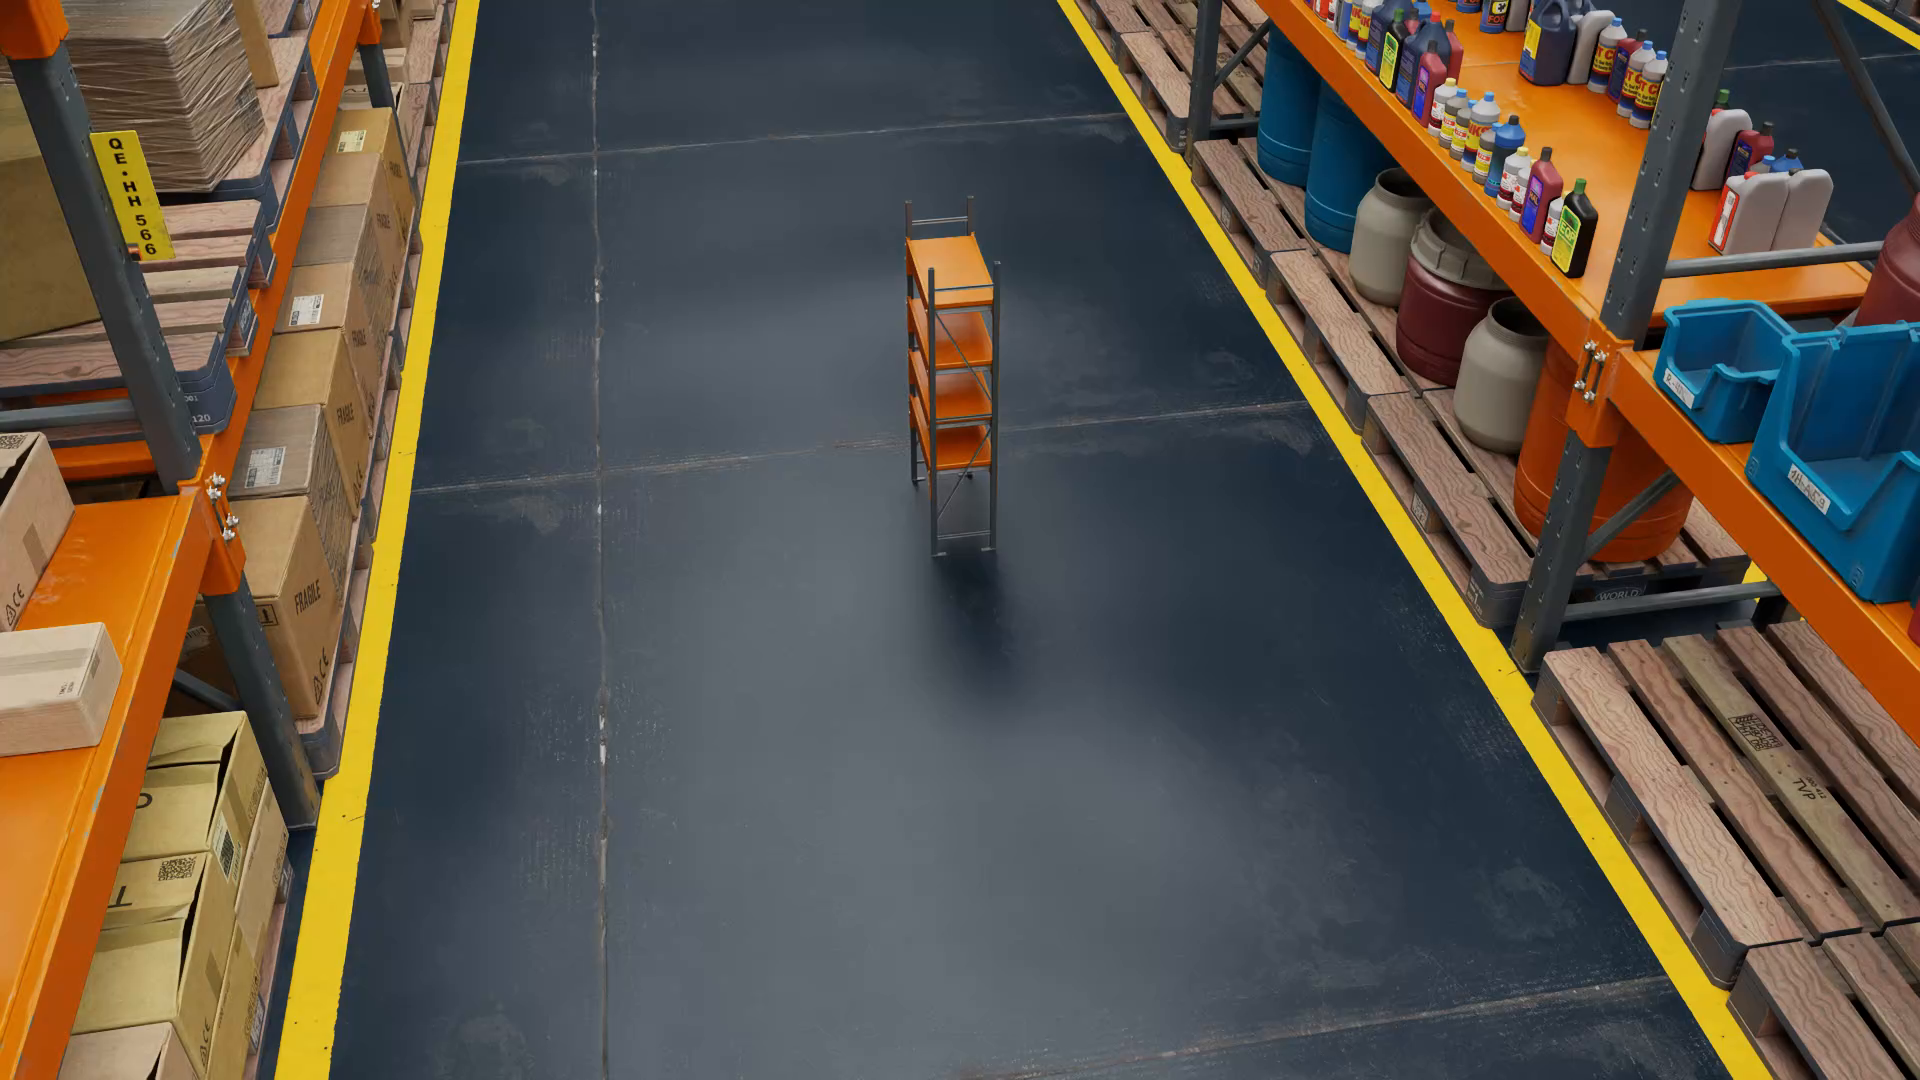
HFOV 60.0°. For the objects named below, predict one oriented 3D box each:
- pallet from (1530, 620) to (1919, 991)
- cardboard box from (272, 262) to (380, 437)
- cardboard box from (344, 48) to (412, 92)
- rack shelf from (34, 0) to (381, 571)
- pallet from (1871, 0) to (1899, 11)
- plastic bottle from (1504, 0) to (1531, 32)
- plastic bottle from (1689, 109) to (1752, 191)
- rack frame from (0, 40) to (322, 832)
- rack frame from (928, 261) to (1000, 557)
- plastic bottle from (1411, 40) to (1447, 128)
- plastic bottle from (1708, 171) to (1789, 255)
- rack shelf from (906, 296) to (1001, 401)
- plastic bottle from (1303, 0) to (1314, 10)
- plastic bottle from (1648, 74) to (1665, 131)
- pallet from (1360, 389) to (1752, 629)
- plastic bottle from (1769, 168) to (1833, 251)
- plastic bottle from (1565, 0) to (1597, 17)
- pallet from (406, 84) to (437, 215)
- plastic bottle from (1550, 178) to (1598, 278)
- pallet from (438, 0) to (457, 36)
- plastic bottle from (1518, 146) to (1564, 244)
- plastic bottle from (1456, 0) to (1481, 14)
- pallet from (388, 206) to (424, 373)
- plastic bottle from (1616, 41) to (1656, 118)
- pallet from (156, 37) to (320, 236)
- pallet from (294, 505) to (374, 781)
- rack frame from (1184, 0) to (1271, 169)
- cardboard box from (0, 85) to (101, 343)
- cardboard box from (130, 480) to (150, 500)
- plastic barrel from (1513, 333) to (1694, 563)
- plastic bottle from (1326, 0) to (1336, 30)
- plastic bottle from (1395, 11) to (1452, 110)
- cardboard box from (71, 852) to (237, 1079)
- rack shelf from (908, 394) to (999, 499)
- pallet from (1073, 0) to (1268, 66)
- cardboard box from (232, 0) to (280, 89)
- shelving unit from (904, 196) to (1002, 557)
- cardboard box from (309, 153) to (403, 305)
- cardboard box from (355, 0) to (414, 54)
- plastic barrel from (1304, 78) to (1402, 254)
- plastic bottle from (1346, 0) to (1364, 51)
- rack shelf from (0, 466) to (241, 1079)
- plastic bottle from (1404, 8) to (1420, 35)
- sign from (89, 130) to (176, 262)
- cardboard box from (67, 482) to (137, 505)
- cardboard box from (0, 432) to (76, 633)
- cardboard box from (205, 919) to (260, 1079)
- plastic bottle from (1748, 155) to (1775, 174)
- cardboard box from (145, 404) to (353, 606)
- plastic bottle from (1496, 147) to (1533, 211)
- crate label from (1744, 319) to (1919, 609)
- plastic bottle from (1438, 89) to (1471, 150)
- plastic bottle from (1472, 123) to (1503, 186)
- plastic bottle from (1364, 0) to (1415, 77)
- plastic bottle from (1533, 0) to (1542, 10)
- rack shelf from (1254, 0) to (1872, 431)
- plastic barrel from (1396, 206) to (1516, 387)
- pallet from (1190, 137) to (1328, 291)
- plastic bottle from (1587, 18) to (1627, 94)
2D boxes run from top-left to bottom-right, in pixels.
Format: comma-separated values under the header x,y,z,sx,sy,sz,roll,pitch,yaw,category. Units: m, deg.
x,y,z,sx,sy,sz,roll,pitch,yaw,category
2.495,0.760,5.099,1.003,0.211,1.213,-6,38,-8,pallet
-2.555,-0.709,6.396,0.500,0.500,0.500,-7,38,-9,cardboard box
-3.203,-2.552,9.040,0.380,0.166,0.250,-6,38,-8,cardboard box
-2.830,-1.206,5.944,1.077,0.370,4.000,-6,38,-8,rack shelf
6.299,-3.867,11.055,1.003,0.211,1.213,-6,38,-8,pallet
2.300,-2.230,6.777,0.152,0.276,0.135,-6,38,-8,plastic bottle
2.559,-1.340,5.630,0.152,0.276,0.135,-6,38,-8,plastic bottle
-2.480,-0.283,4.169,1.000,3.000,0.127,-6,38,-8,rack frame
0.014,-0.426,5.821,0.240,1.200,0.015,-6,38,-8,rack frame
1.706,-1.656,6.031,0.061,0.283,0.133,-6,38,-8,plastic bottle
2.490,-1.044,5.250,0.152,0.276,0.135,-6,38,-8,plastic bottle
-0.029,-0.697,5.915,0.258,0.148,0.480,-6,38,-8,rack shelf
1.496,-2.379,6.963,0.061,0.283,0.133,-6,38,-8,plastic bottle
2.540,-1.568,5.918,0.061,0.283,0.133,-6,38,-8,plastic bottle
2.218,-0.184,6.314,1.003,0.211,1.213,-6,38,-8,pallet
2.640,-1.060,5.271,0.152,0.276,0.135,-6,38,-8,plastic bottle
2.373,-2.024,6.451,0.144,0.351,0.185,-6,38,-8,plastic bottle
-3.300,-2.012,8.668,1.003,0.211,1.213,-6,38,-8,pallet
1.907,-0.965,5.143,0.061,0.283,0.133,-6,38,-8,plastic bottle
-3.728,-3.486,10.565,1.003,0.211,1.213,-6,38,-8,pallet
1.866,-1.105,5.322,0.061,0.283,0.133,-6,38,-8,plastic bottle
2.140,-2.344,6.927,0.097,0.271,0.097,0,38,0,plastic bottle
-3.001,-1.110,7.507,1.003,0.211,1.213,-6,38,-8,pallet
2.485,-1.690,6.085,0.097,0.271,0.097,0,38,0,plastic bottle
-2.825,-1.381,5.739,1.003,0.211,1.213,-6,38,-8,pallet
-2.573,0.364,5.610,1.003,0.211,1.213,-6,38,-8,pallet
1.696,-3.229,7.961,1.000,3.000,0.127,-6,38,-8,rack frame
-2.701,-0.856,4.483,0.700,0.500,0.500,-19,42,-23,cardboard box
-2.875,-0.009,5.495,0.500,0.500,0.500,-5,38,-6,cardboard box
2.295,-0.416,5.766,0.600,0.830,0.708,-6,38,-8,plastic barrel
1.558,-2.198,6.796,0.097,0.201,0.097,0,38,0,plastic bottle
1.719,-1.783,6.140,0.144,0.351,0.185,-6,38,-8,plastic bottle
-2.048,1.019,3.935,0.500,0.311,0.500,-7,38,-9,cardboard box
-0.029,-0.364,6.174,0.258,0.148,0.480,-6,38,-8,rack shelf
1.312,-3.306,10.334,1.003,0.211,1.213,-6,38,-8,pallet
-2.810,-1.843,5.754,0.700,0.500,0.500,-16,41,-19,cardboard box
-0.029,-0.574,6.011,0.258,1.200,0.503,-6,38,-8,shelving unit
-2.734,-1.318,7.181,0.500,0.500,0.500,-6,38,-8,cardboard box
-3.515,-3.021,9.369,0.797,0.503,0.637,-6,38,-8,cardboard box
1.899,-1.808,7.500,0.600,0.901,0.708,-6,38,-8,plastic barrel
1.599,-2.085,6.594,0.097,0.271,0.097,0,38,0,plastic bottle
-2.129,1.210,2.834,1.077,0.370,4.000,-6,38,-8,rack shelf
1.710,-1.855,6.287,0.061,0.283,0.133,-6,38,-8,plastic bottle
-1.934,-0.801,3.893,0.100,0.325,0.005,-6,38,-8,sign
-2.889,-0.338,5.308,0.500,0.250,0.500,-5,38,-6,cardboard box
-2.459,-0.023,3.907,0.500,0.311,0.500,-4,38,-5,cardboard box
-2.053,1.240,4.108,0.500,0.250,0.500,-7,38,-8,cardboard box
2.630,-1.162,5.463,0.097,0.201,0.097,0,38,0,plastic bottle
-2.375,-0.090,5.600,0.500,0.500,0.500,-8,38,-10,cardboard box
1.847,-1.203,5.515,0.097,0.201,0.097,0,38,0,plastic bottle
2.305,-0.198,4.031,0.502,0.435,0.616,-6,38,-8,crate label
1.762,-1.497,5.894,0.097,0.201,0.097,0,38,0,plastic bottle
1.813,-1.320,5.667,0.097,0.201,0.097,0,38,0,plastic bottle
1.664,-1.975,6.388,0.144,0.351,0.185,-6,38,-8,plastic bottle
2.311,-2.074,6.580,0.097,0.271,0.097,0,38,0,plastic bottle
2.047,-1.737,6.627,1.077,0.370,4.000,-6,38,-8,rack shelf
2.097,-1.002,6.719,0.600,0.588,0.708,-6,38,-8,plastic barrel
1.791,-1.657,8.211,1.003,0.211,1.213,-6,38,-8,pallet
2.444,-1.829,6.264,0.097,0.271,0.097,0,38,0,plastic bottle
